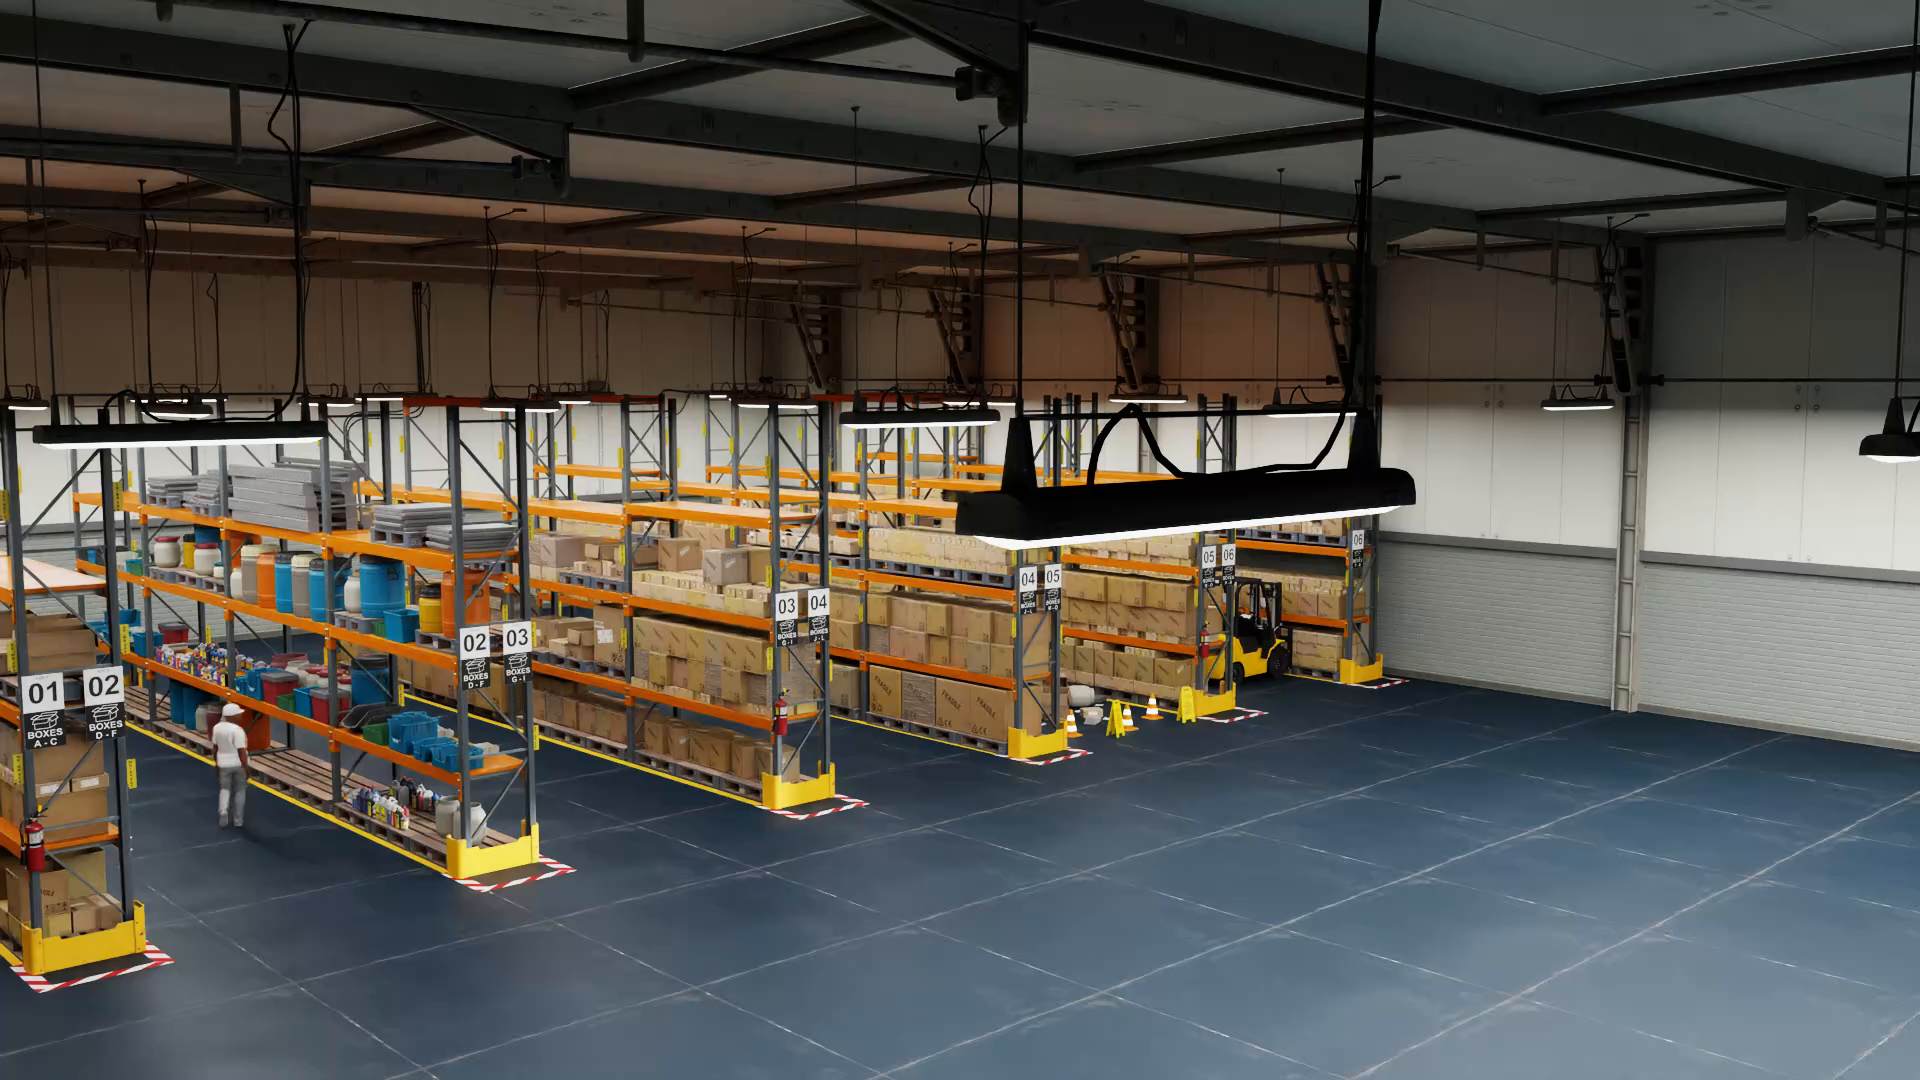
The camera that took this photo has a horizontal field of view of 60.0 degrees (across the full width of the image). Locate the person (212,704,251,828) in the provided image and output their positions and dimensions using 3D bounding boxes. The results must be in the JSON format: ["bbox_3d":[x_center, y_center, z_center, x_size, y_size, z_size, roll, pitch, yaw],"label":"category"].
[{"bbox_3d":[-10.268,3.180,23.399,0.528,1.760,0.602,-1,6,-9],"label":"person"}]
